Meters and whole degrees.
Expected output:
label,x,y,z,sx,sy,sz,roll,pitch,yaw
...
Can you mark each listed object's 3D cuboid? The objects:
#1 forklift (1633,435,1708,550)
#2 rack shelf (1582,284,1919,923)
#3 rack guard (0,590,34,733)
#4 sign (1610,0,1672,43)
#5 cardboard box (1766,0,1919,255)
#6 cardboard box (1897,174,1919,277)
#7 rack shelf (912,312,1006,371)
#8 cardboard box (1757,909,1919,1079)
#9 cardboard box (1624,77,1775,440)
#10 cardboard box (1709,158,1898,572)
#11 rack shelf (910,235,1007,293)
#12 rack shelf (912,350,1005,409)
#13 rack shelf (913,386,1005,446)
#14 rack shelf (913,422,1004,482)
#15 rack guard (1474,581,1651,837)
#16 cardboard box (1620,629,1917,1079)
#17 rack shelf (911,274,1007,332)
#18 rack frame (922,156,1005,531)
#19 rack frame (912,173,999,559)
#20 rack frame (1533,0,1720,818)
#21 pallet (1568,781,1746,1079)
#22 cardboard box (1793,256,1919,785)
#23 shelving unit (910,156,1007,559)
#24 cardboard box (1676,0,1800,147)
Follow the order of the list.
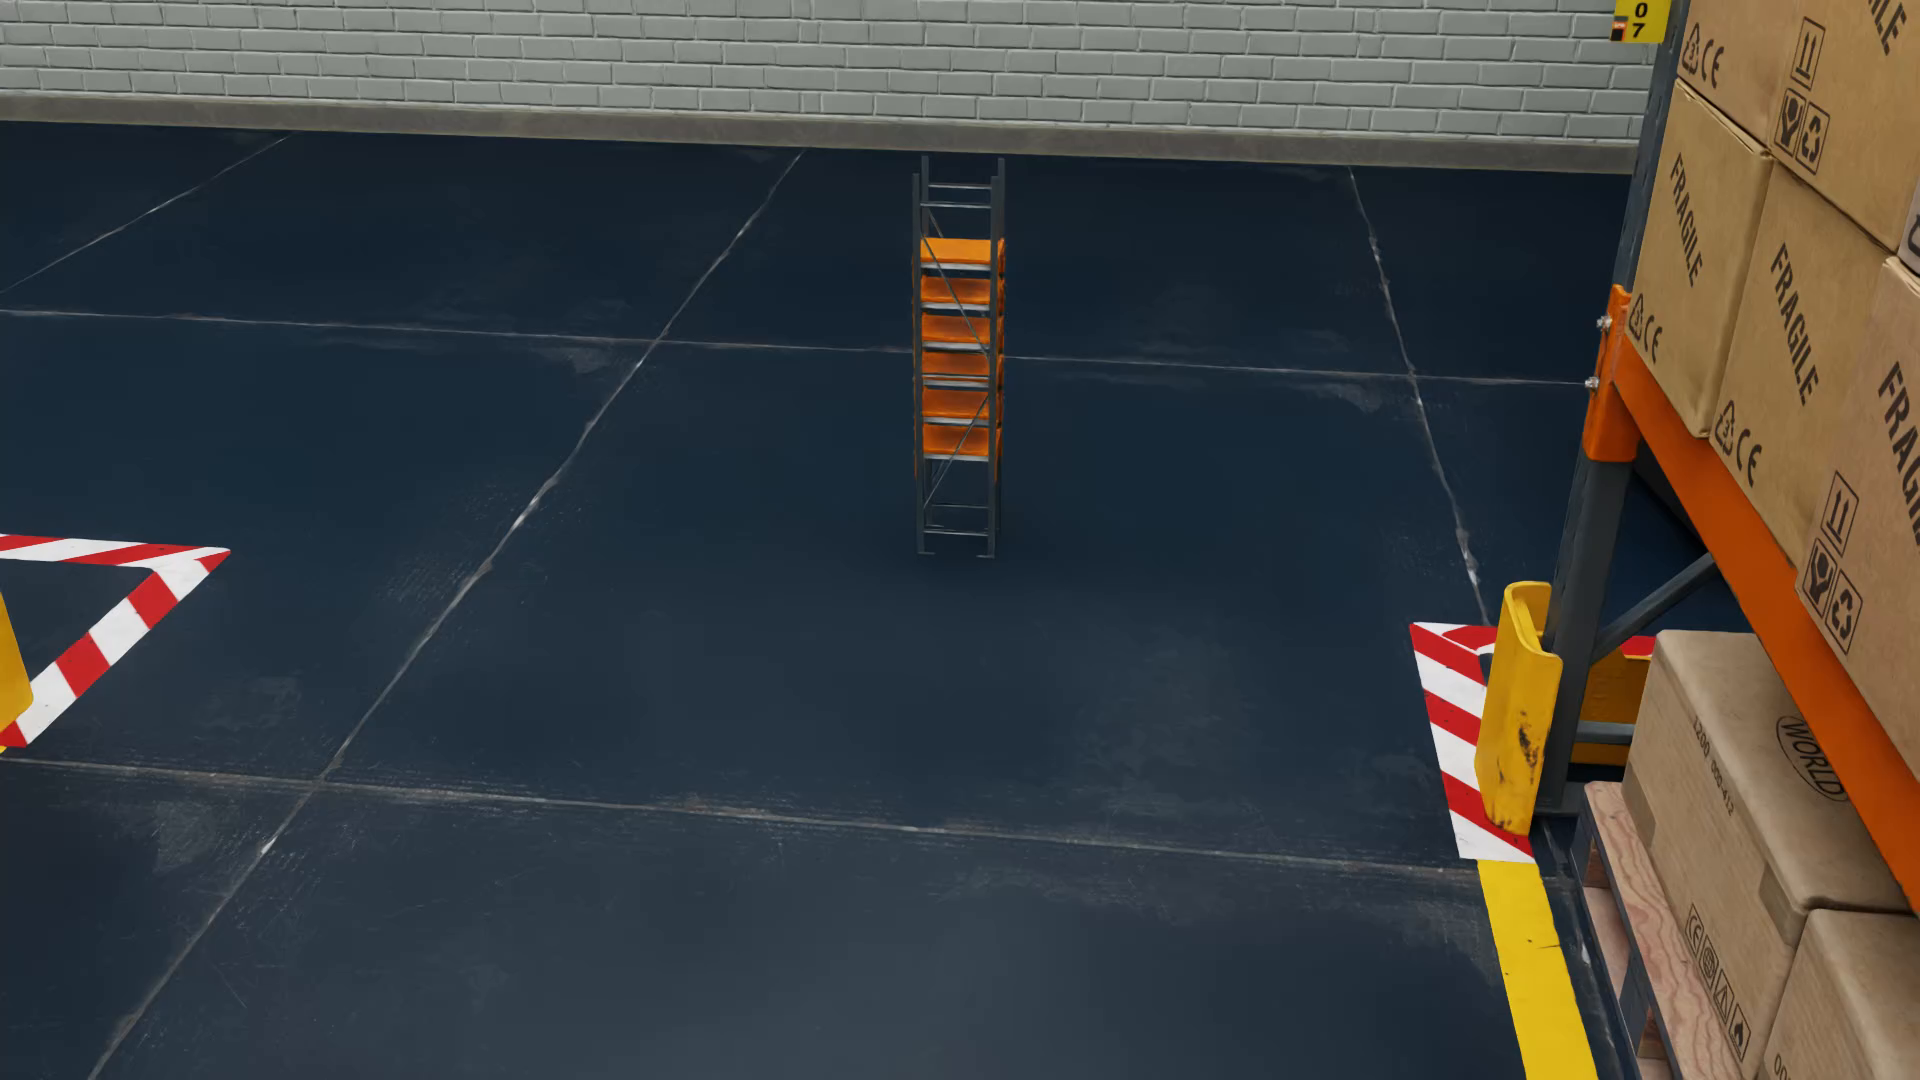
label,x,y,z,sx,sy,sz,roll,pitch,yaw
forklift,3.768,-1.364,4.692,3.031,2.935,1.130,-1,28,-2
rack shelf,1.618,0.600,1.733,1.077,0.370,4.000,3,28,6
rack guard,-3.072,0.238,4.282,1.175,0.500,0.348,3,28,6
sign,1.313,-1.110,3.151,0.100,0.325,0.005,3,28,6
cardboard box,1.465,-0.690,2.208,0.500,0.500,0.500,3,28,5
cardboard box,1.410,-0.447,1.757,0.500,0.500,0.500,3,28,6
rack shelf,-0.002,-0.588,4.917,0.258,0.103,0.180,3,28,6
cardboard box,1.777,1.032,2.430,0.875,0.438,0.875,4,29,8
cardboard box,1.519,-0.493,2.898,0.500,0.500,0.500,3,28,6
cardboard box,1.485,-0.254,2.453,0.500,0.500,0.500,3,28,5
rack shelf,-0.002,-0.799,4.803,0.258,0.103,0.180,3,28,6
rack shelf,-0.002,-0.482,4.974,0.258,0.103,0.180,3,28,6
rack shelf,-0.002,-0.377,5.031,0.258,0.103,0.180,3,28,6
rack shelf,-0.002,-0.271,5.088,0.258,0.103,0.180,3,28,6
rack guard,1.866,0.431,3.923,1.175,0.500,0.348,3,28,6
cardboard box,1.881,0.601,3.230,0.875,0.438,0.875,2,28,4
rack shelf,-0.002,-0.694,4.860,0.258,0.103,0.180,3,28,6
rack frame,0.009,-0.564,5.033,0.240,1.200,0.006,3,28,6
rack frame,-0.013,-0.478,4.873,0.240,1.200,0.006,3,28,6
rack frame,1.863,-0.658,3.310,1.000,3.000,0.127,3,28,6
pallet,1.842,0.950,3.264,1.003,0.211,1.213,3,28,6
cardboard box,1.405,-0.015,2.010,0.500,0.500,0.500,3,28,6
shelving unit,-0.002,-0.521,4.953,0.258,1.200,0.189,3,28,6
cardboard box,1.521,-0.933,2.660,0.500,0.500,0.500,3,28,5
